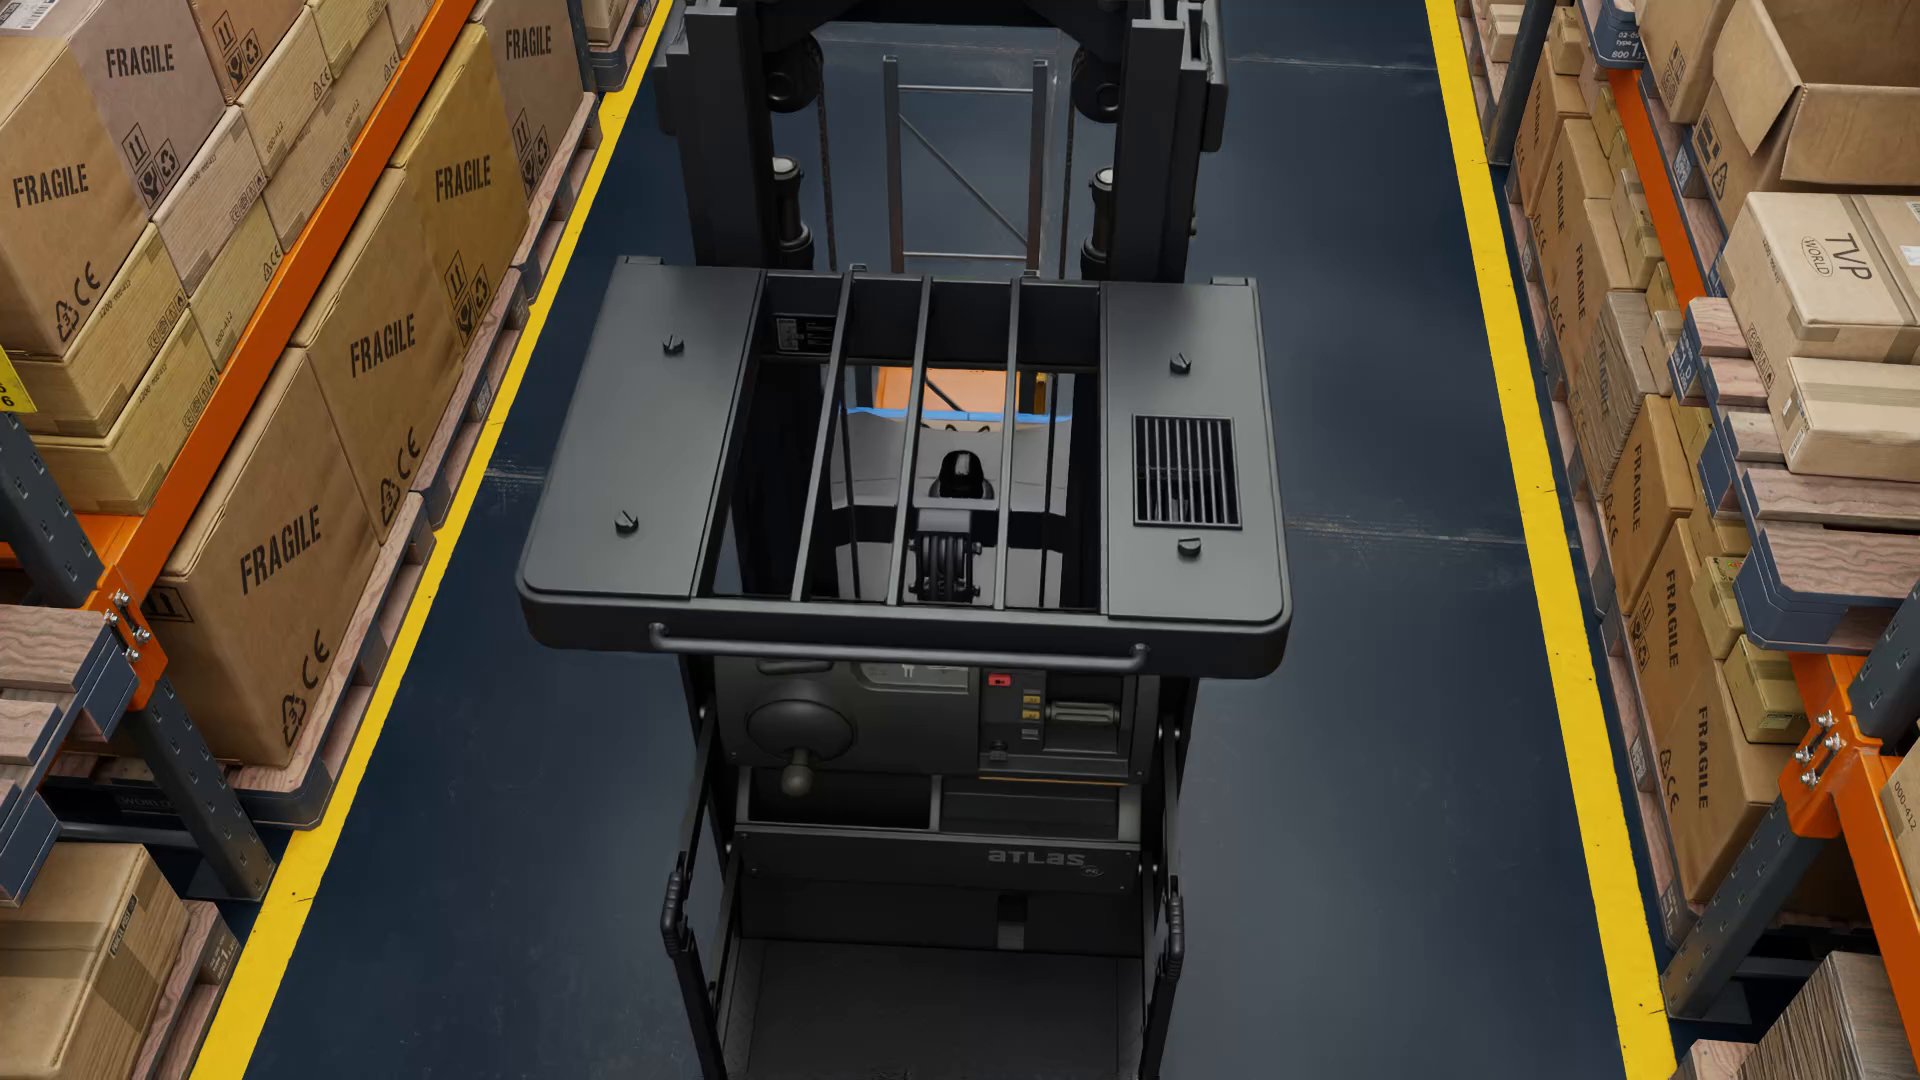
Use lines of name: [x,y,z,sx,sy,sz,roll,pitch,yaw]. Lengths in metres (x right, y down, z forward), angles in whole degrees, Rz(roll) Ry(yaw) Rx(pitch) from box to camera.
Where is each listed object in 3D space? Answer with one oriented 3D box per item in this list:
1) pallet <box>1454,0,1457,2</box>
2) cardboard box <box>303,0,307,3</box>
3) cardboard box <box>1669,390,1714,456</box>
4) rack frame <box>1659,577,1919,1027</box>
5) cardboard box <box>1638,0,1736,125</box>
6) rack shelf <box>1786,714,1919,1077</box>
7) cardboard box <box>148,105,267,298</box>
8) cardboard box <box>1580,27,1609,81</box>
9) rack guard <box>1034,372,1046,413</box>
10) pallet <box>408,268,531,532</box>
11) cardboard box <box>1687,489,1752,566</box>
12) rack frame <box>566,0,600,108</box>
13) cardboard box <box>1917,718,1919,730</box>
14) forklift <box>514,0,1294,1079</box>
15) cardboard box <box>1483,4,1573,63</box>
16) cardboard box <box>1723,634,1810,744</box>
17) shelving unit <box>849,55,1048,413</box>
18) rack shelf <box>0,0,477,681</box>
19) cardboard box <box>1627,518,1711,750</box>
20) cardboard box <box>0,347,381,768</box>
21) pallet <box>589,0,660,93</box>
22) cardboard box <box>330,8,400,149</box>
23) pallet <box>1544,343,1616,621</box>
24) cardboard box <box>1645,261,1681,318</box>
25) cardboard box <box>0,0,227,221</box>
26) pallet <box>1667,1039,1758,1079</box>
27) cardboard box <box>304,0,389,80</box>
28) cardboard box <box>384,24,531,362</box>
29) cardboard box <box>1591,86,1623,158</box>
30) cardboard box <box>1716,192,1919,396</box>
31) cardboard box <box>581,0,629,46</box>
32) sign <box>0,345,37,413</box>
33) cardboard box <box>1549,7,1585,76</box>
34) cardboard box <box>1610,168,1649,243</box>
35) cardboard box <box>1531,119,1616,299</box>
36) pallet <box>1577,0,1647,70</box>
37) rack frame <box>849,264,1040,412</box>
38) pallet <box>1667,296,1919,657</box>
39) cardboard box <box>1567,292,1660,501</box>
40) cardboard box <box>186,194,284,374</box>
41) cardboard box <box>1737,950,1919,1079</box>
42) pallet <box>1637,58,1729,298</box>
pallet: [2.976,-3.114,8.455,1.003,0.211,1.213,4,48,4]
cardboard box: [-2.068,-1.875,4.687,0.500,0.500,0.500,5,48,4]
cardboard box: [2.385,-0.377,5.031,0.380,0.149,0.250,3,48,3]
rack frame: [2.439,0.288,3.454,1.000,3.000,0.127,4,48,4]
cardboard box: [2.418,-1.529,4.764,0.700,0.500,0.500,4,48,3]
rack shelf: [2.257,2.000,2.375,1.077,0.370,4.000,4,48,4]
cardboard box: [-2.164,-0.897,4.300,0.500,0.250,0.500,5,48,4]
cardboard box: [2.530,-1.829,6.158,0.380,0.149,0.250,2,48,2]
rack guard: [0.016,-0.527,6.063,0.587,0.250,0.087,2,48,2]
pallet: [-2.244,-0.570,6.129,1.003,0.211,1.213,4,48,4]
cardboard box: [2.294,-0.002,4.689,0.380,0.149,0.250,2,48,2]
rack frame: [-2.140,-2.983,6.445,1.000,3.000,0.127,4,48,4]
cardboard box: [2.130,0.478,3.043,0.500,0.250,0.500,4,48,3]
forklift: [-0.059,0.457,3.345,1.130,2.935,3.031,2,48,2]
cardboard box: [2.562,-2.260,7.432,0.380,0.149,0.250,3,48,2]
cardboard box: [2.232,0.391,4.330,0.380,0.149,0.250,2,48,2]
shelving unit: [-0.012,-0.582,5.266,0.587,1.500,1.083,2,48,2]
rack shelf: [-2.322,-1.270,5.366,1.077,0.370,4.000,4,48,4]
cardboard box: [2.320,0.298,4.855,0.500,0.500,0.500,3,48,3]
cardboard box: [-2.359,0.030,4.845,0.875,0.875,0.875,3,48,3]
pallet: [-1.993,-2.595,7.980,1.003,0.211,1.213,4,48,4]
cardboard box: [-2.085,-1.462,5.156,0.500,0.250,0.500,4,48,4]
pallet: [2.658,-0.211,5.800,1.003,0.211,1.213,4,48,4]
cardboard box: [2.454,-0.759,5.381,0.380,0.149,0.250,4,48,4]
cardboard box: [-2.180,-1.126,4.001,0.500,0.500,0.500,4,48,4]
pallet: [2.325,1.831,3.932,1.003,0.211,1.213,4,48,4]
cardboard box: [-2.047,-1.634,4.975,0.500,0.250,0.500,5,48,4]
cardboard box: [-2.191,-1.282,6.045,0.875,0.875,0.875,5,48,5]
cardboard box: [2.546,-1.525,6.082,0.380,0.149,0.250,2,48,2]
cardboard box: [2.213,-0.600,4.083,0.500,0.250,0.500,2,48,2]
cardboard box: [-1.976,-2.714,7.651,0.875,0.438,0.875,3,48,3]
sign: [-1.963,-0.378,3.332,0.100,0.325,0.005,4,48,4]
cardboard box: [2.506,-1.923,6.446,0.380,0.149,0.250,6,48,5]
cardboard box: [2.474,-1.141,5.731,0.380,0.149,0.250,4,48,3]
cardboard box: [2.497,-1.217,6.240,0.500,0.500,0.500,3,48,3]
pallet: [2.622,-2.007,5.683,1.003,0.211,1.213,4,48,4]
rack frame: [-0.041,-0.201,4.917,0.500,1.500,0.032,2,48,2]
pallet: [2.431,-0.150,3.985,1.213,0.211,1.003,4,48,4]
cardboard box: [2.393,-0.470,5.557,0.500,0.500,0.500,2,48,2]
cardboard box: [-2.180,-0.714,4.472,0.500,0.250,0.500,3,48,2]
cardboard box: [2.369,1.405,3.757,0.875,0.625,0.625,5,48,5]
pallet: [2.612,-1.077,4.832,1.003,0.211,1.213,4,48,4]
